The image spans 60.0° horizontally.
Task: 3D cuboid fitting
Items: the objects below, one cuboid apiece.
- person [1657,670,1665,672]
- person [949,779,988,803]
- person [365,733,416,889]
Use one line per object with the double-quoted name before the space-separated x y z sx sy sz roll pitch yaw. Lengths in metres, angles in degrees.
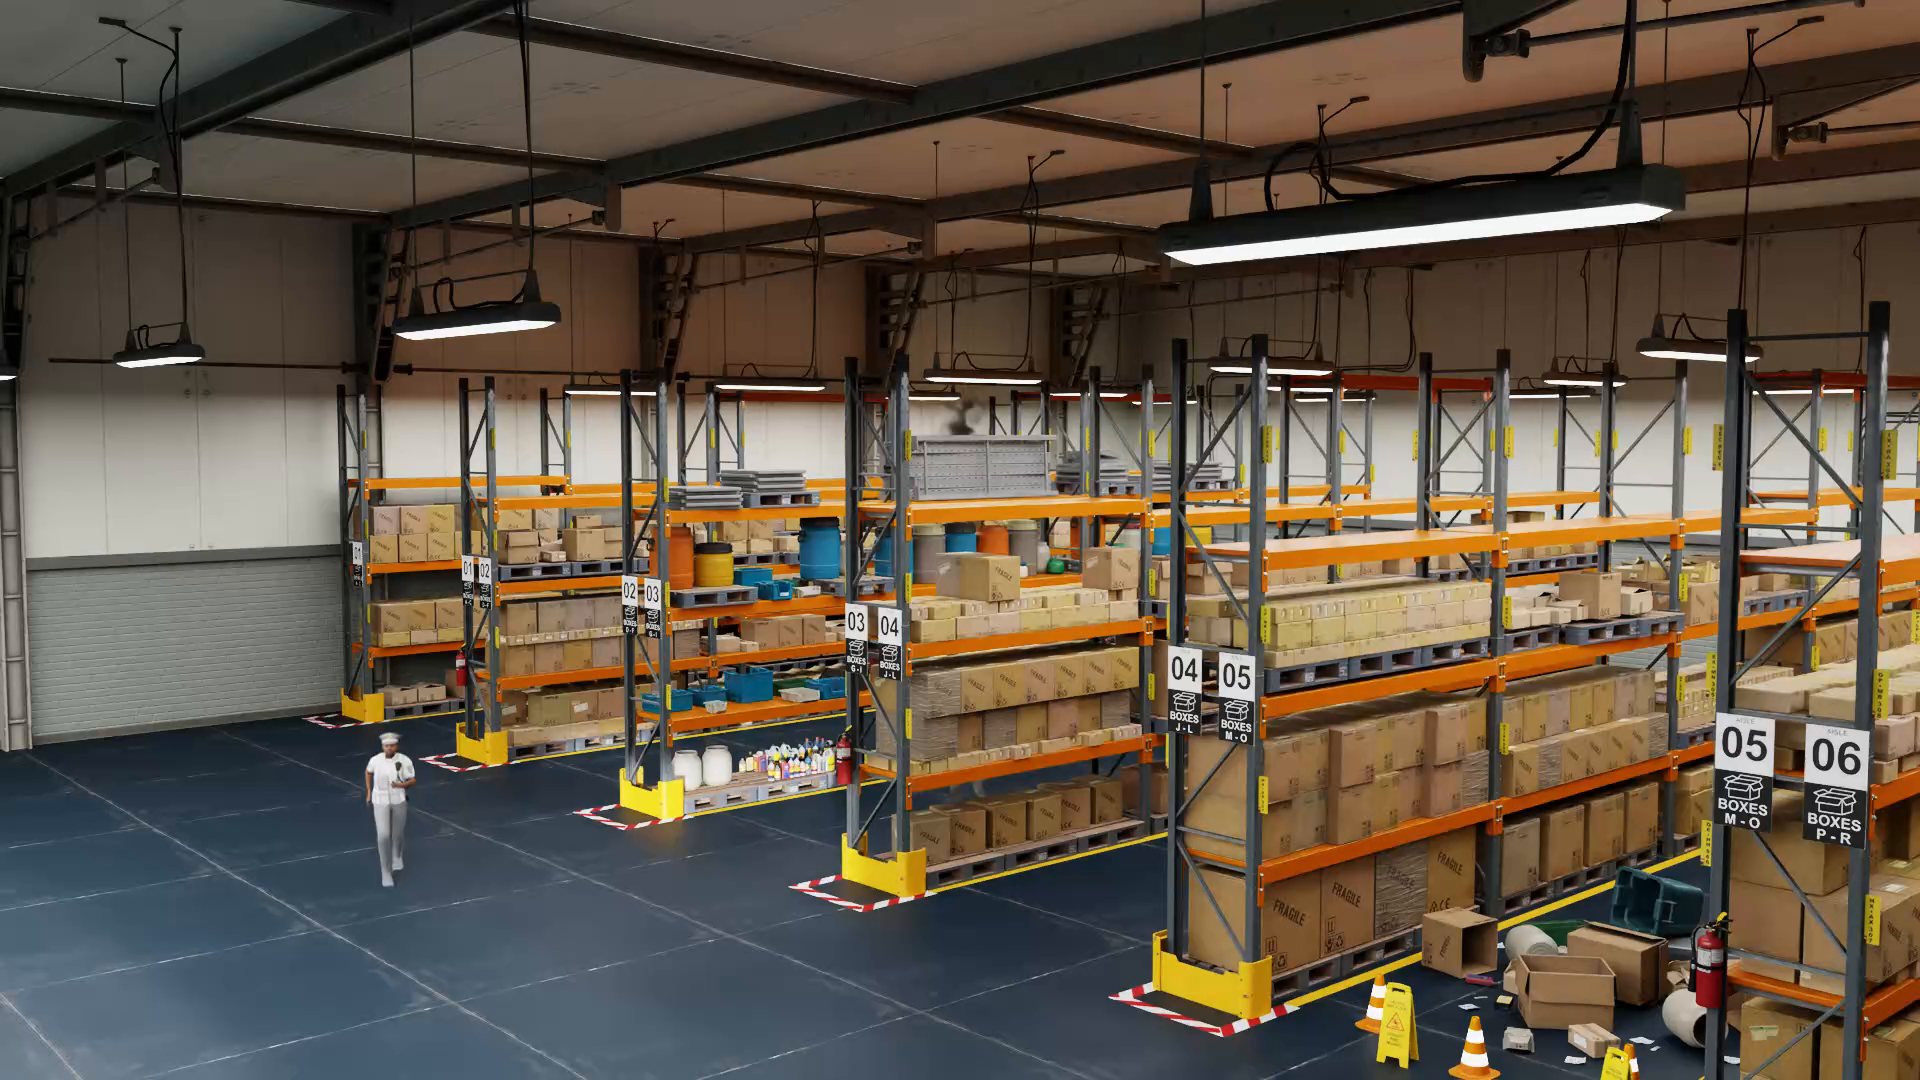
"person" 10.169 2.740 24.122 0.584 1.725 0.702 3 5 40
"person" 0.130 2.906 21.607 0.582 1.747 0.728 3 5 40
"person" -6.541 3.057 19.125 0.547 1.733 0.834 -1 4 -19
